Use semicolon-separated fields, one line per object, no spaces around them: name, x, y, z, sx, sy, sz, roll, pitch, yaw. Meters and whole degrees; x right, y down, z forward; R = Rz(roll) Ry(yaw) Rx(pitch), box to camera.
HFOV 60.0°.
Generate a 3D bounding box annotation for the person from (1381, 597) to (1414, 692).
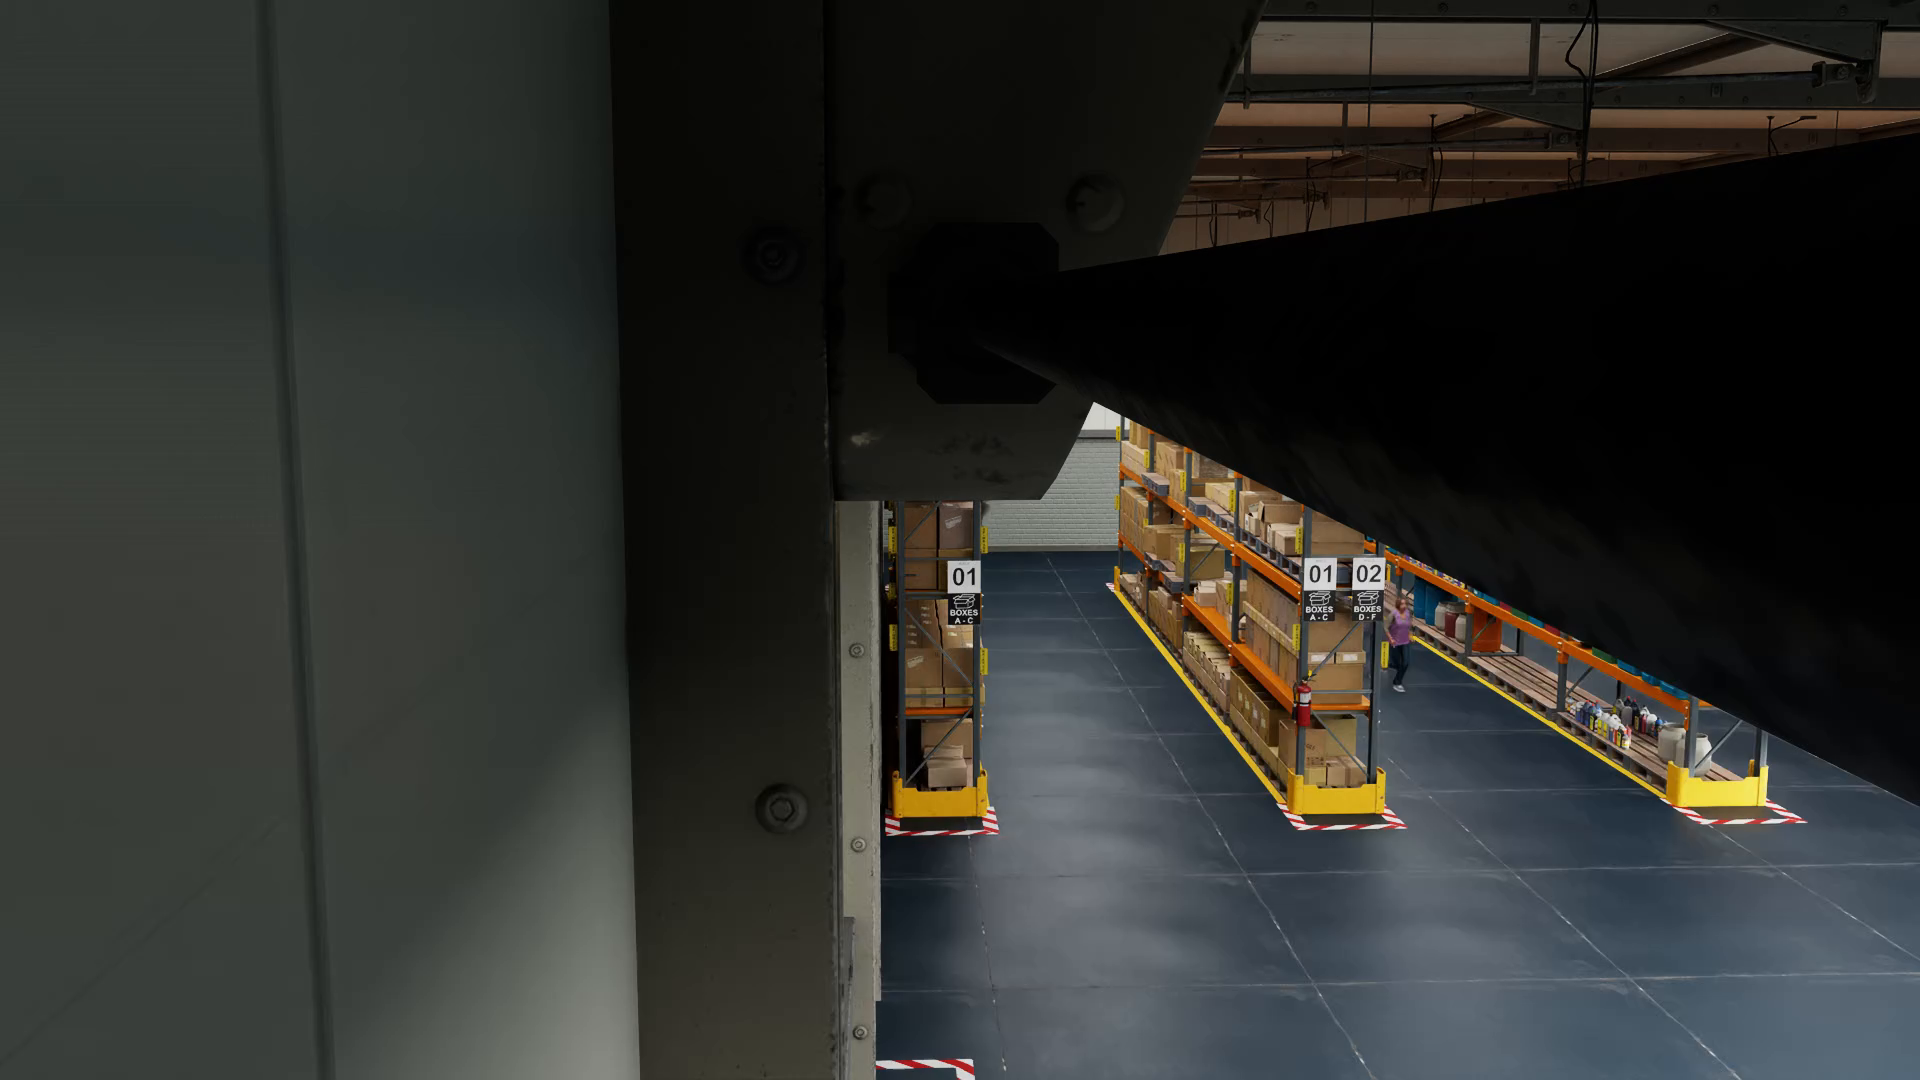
person;7.126;1.676;27.152;0.522;1.554;0.598;-2;9;-15
